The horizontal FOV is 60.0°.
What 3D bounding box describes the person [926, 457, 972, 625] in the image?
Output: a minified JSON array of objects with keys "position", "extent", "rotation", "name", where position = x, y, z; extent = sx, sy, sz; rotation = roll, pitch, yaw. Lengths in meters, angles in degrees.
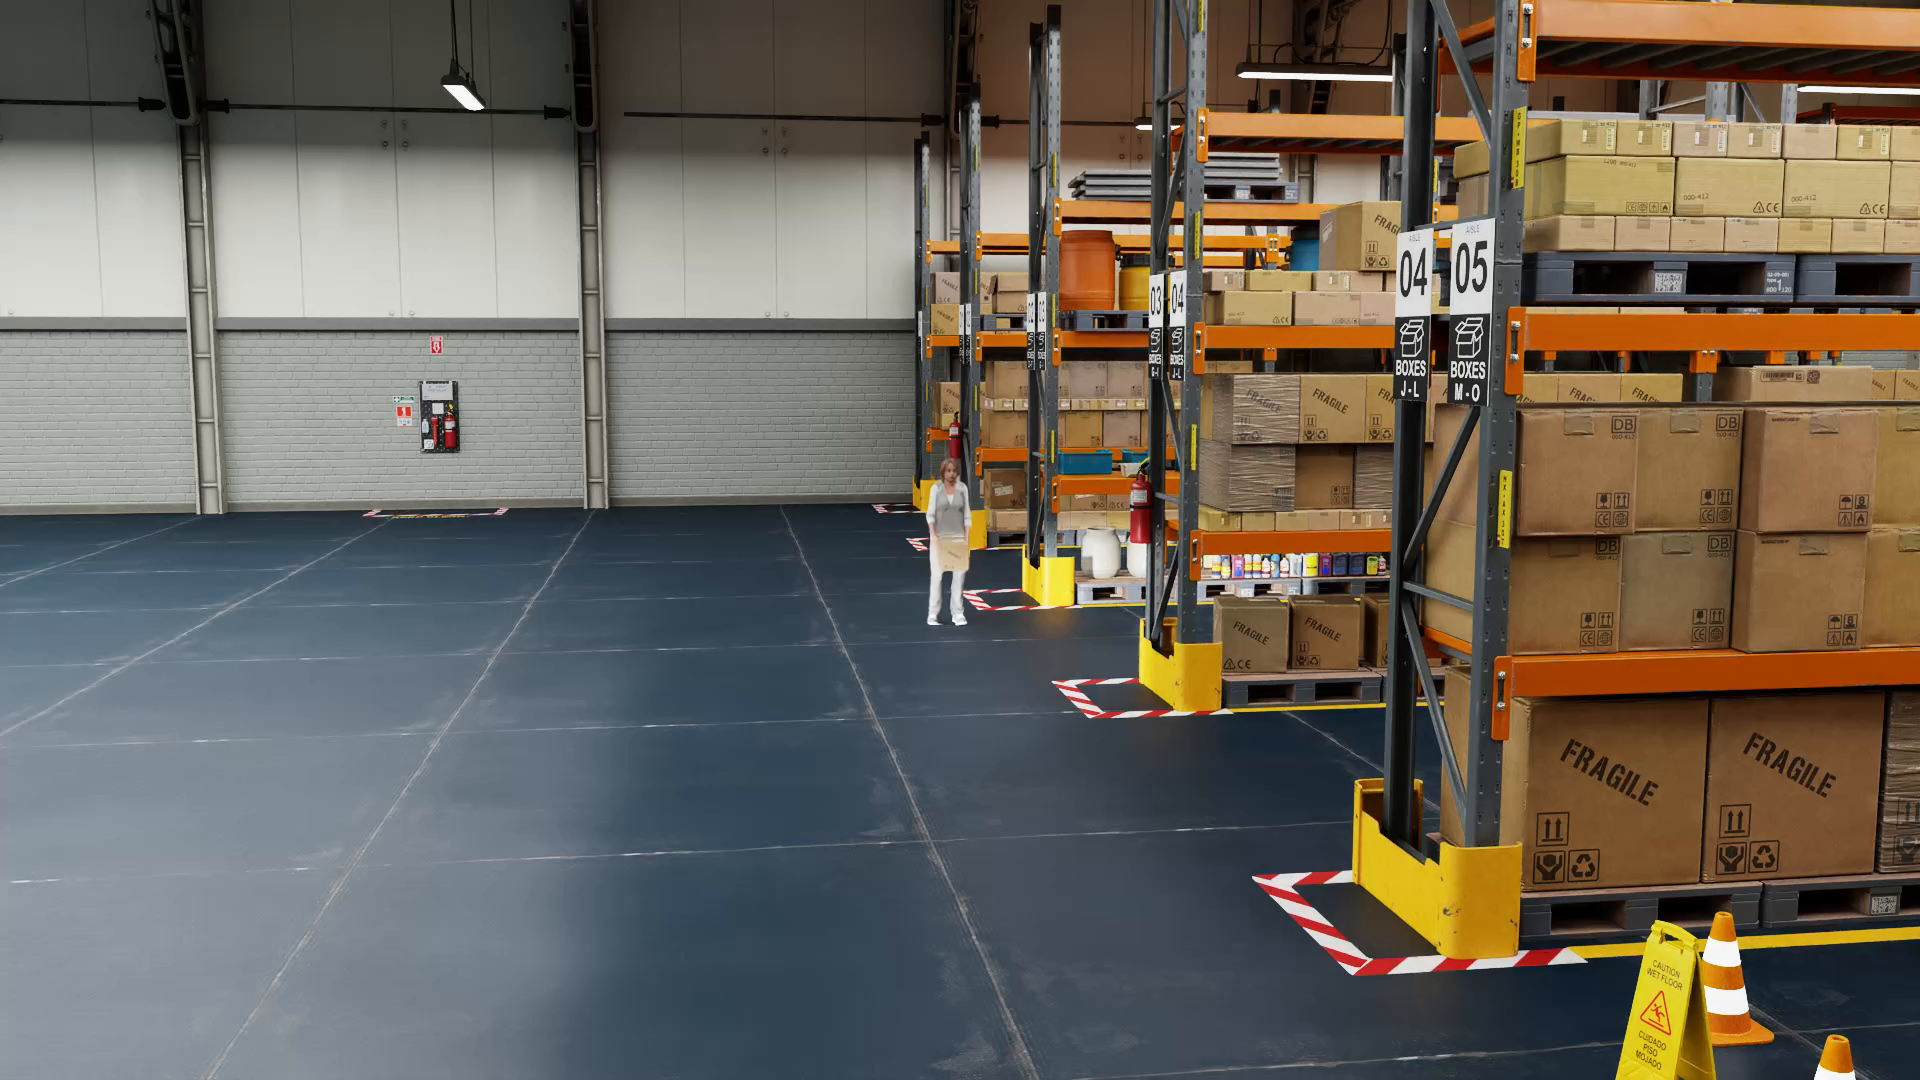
[{"position":[-0.102,0.009,15.917],"extent":[0.445,1.602,0.371],"rotation":[-1,7,-10],"name":"person"}]
